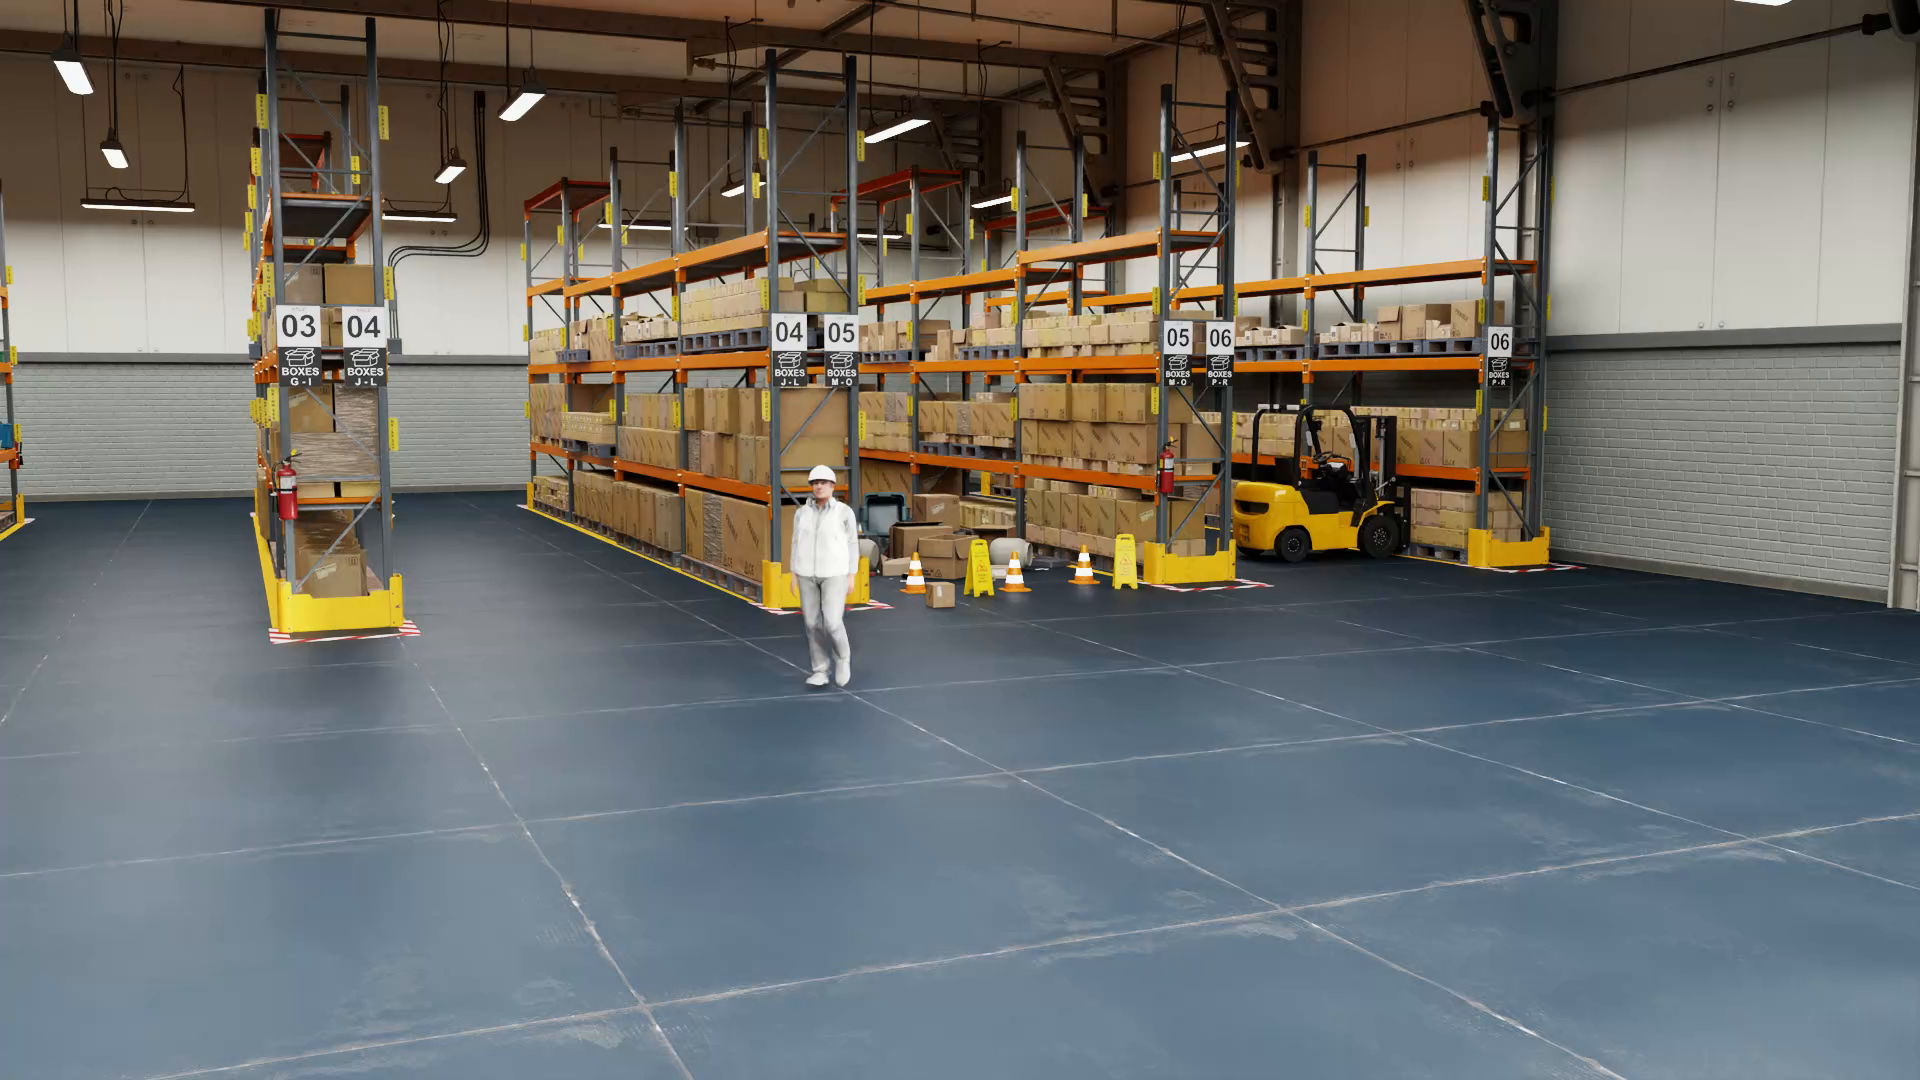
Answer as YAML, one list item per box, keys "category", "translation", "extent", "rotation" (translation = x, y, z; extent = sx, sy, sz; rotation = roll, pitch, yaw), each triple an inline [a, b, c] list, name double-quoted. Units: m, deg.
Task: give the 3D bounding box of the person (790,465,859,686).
- category: "person"
  translation: [-1.101, 0.291, 13.270]
  extent: [0.546, 1.774, 0.453]
  rotation: [2, 6, 16]
